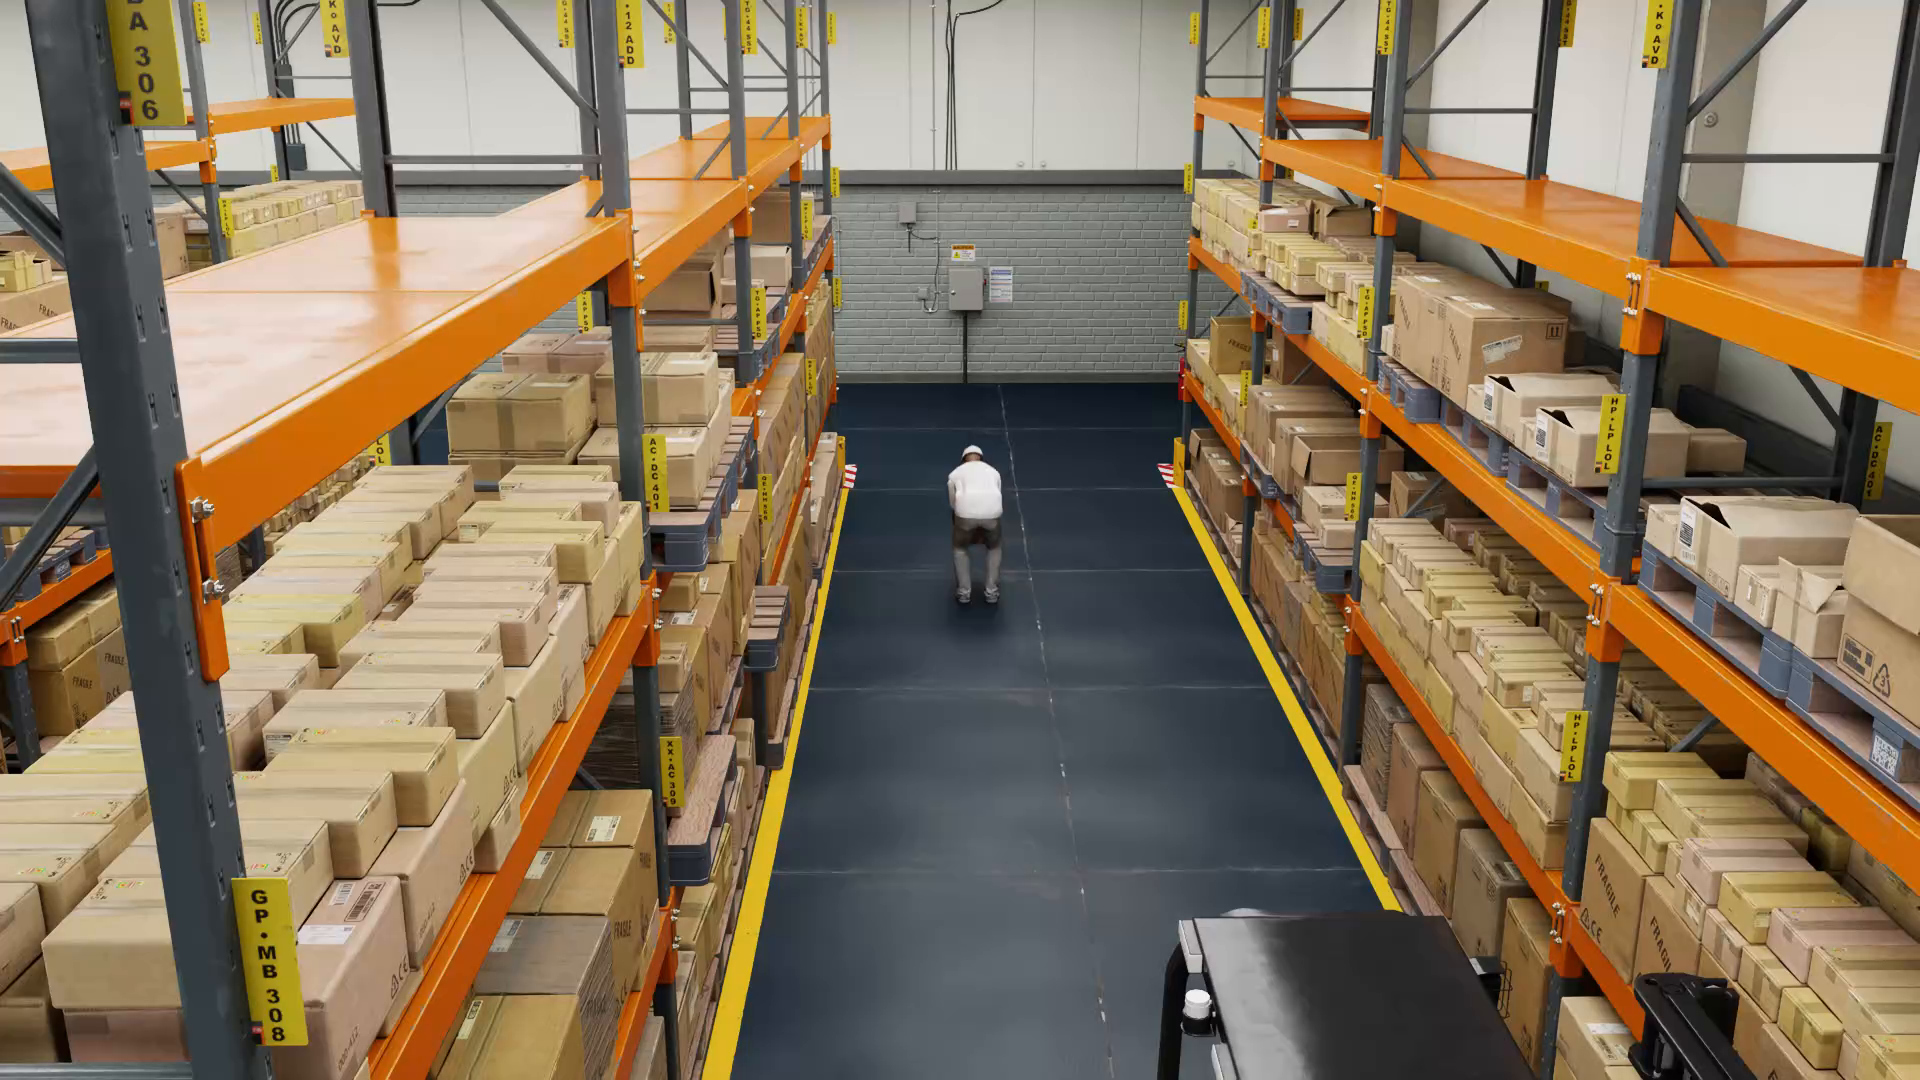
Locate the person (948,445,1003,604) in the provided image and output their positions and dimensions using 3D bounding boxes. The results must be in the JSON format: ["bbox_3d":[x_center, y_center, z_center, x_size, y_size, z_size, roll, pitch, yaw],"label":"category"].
[{"bbox_3d":[0.136,-0.146,15.253,0.492,1.311,0.923,-1,17,-3],"label":"person"}]
